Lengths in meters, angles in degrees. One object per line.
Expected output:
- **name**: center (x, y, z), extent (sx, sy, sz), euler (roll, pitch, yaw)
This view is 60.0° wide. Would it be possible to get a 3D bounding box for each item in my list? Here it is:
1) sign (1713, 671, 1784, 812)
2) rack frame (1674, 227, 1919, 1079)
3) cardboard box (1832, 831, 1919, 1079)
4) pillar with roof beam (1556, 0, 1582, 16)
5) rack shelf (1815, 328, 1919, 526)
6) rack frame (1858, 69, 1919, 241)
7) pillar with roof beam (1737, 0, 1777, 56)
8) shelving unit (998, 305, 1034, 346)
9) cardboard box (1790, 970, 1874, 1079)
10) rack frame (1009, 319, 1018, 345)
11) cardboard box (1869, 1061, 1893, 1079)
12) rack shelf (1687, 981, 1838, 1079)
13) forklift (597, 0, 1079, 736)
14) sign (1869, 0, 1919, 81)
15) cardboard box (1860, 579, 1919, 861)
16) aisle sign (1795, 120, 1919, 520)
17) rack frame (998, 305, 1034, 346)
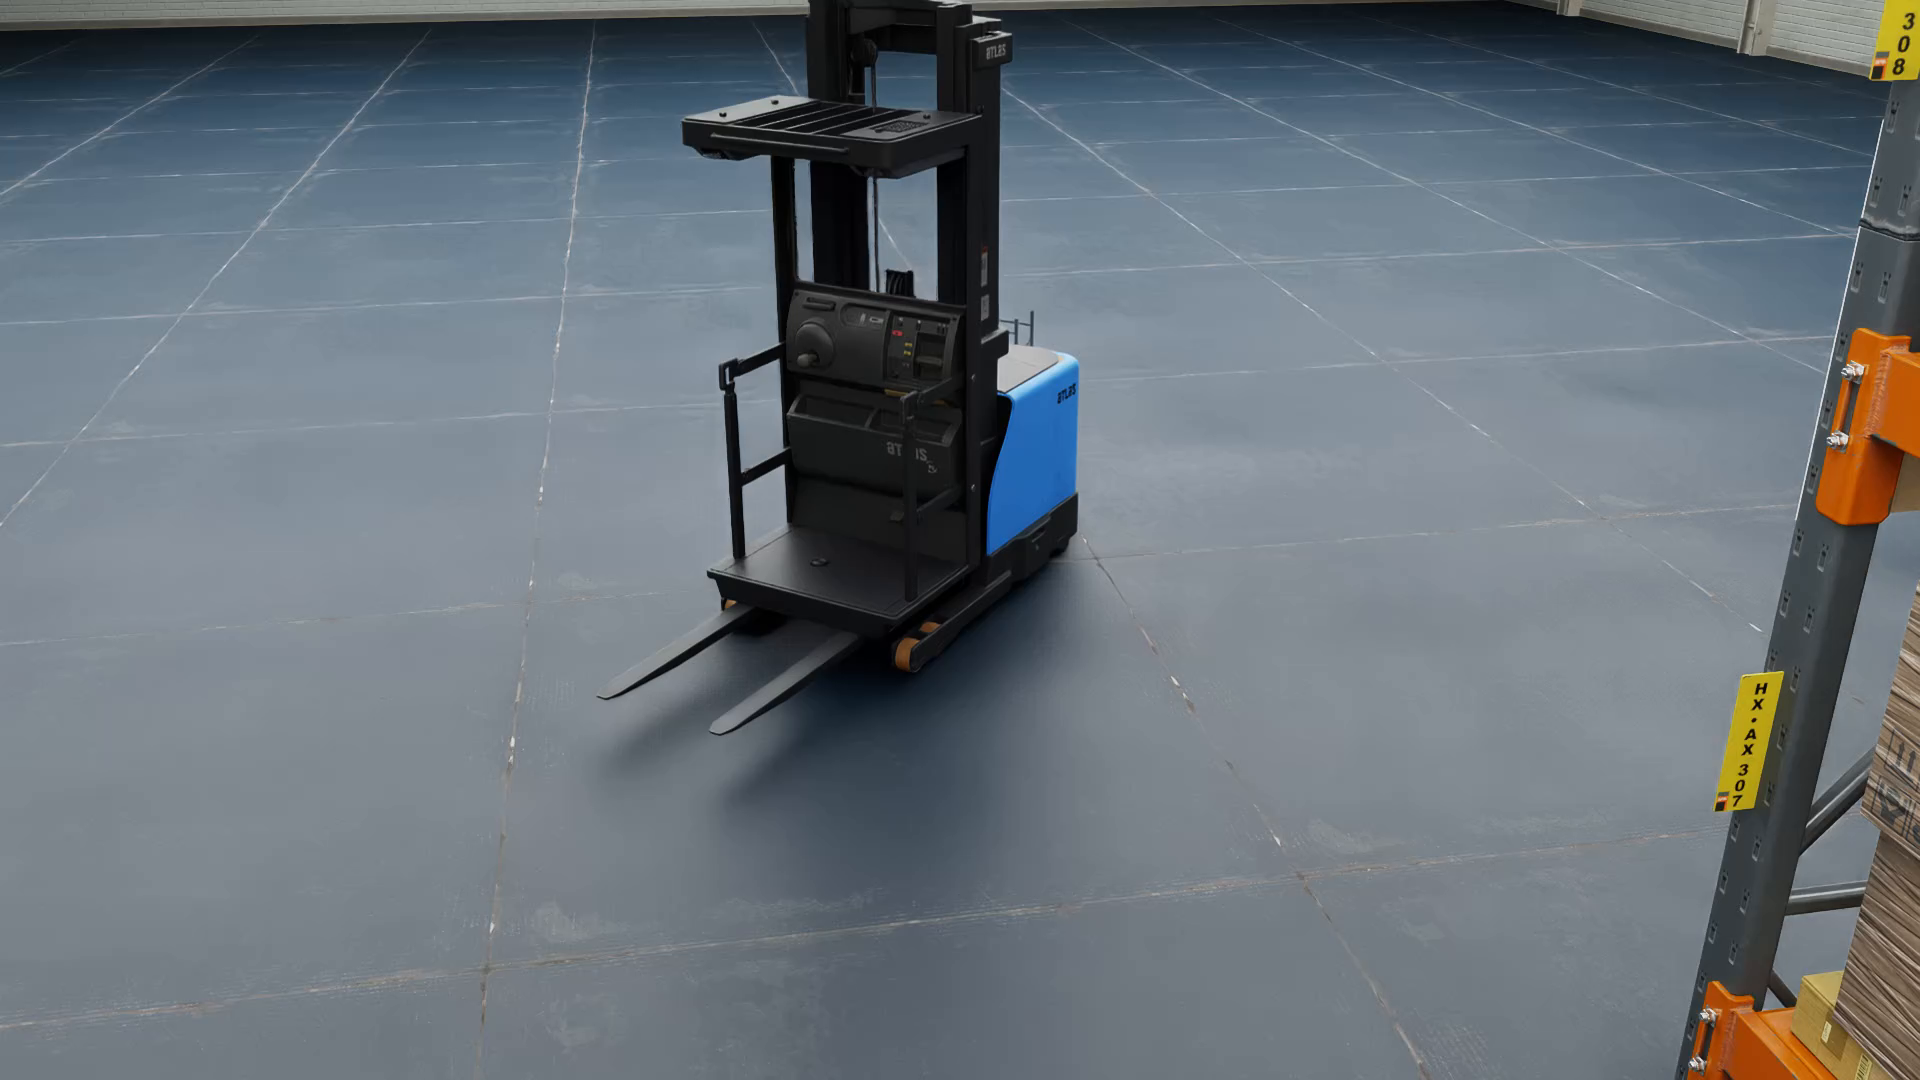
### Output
- **sign**: center (1.641, 0.421, 3.456), extent (0.100, 0.325, 0.005), euler (-4, 24, -10)
- **rack frame**: center (2.174, 0.778, 3.721), extent (1.000, 3.000, 0.127), euler (-4, 24, -10)
- **cardboard box**: center (2.249, 0.814, 3.142), extent (0.875, 0.500, 0.500), euler (-4, 24, -10)
- **pillar with roof beam**: center (7.979, -14.341, 30.843), extent (9.100, 9.000, 0.400), euler (-4, 24, -10)
- **rack shelf**: center (2.544, 0.520, 1.464), extent (1.077, 0.370, 4.000), euler (-4, 24, -10)
- **rack frame**: center (2.174, -1.971, 2.520), extent (1.000, 3.000, 0.127), euler (-4, 24, -10)
- **pillar with roof beam**: center (9.089, -11.981, 25.440), extent (9.100, 9.000, 0.400), euler (-4, 24, -10)
- **shelving unit**: center (0.255, -0.700, 9.353), extent (0.258, 1.200, 0.189), euler (13, 27, 27)
- **cardboard box**: center (1.992, 1.023, 3.474), extent (0.380, 0.149, 0.250), euler (-4, 24, -10)
- **rack frame**: center (0.210, -0.668, 9.280), extent (0.240, 1.200, 0.006), euler (13, 27, 27)
- **cardboard box**: center (2.020, 1.123, 3.246), extent (0.380, 0.149, 0.250), euler (-4, 24, -10)
- **rack shelf**: center (2.544, 1.894, 2.064), extent (1.077, 0.370, 4.000), euler (-4, 24, -10)
- **forklift**: center (-0.524, -0.927, 7.710), extent (1.130, 2.935, 3.031), euler (13, 27, 27)
- **sign**: center (1.641, -0.957, 2.854), extent (0.100, 0.325, 0.005), euler (-4, 24, -10)
- **cardboard box**: center (2.008, 0.374, 2.900), extent (0.500, 0.500, 0.500), euler (-4, 24, -10)
- **aisle sign**: center (1.868, -0.416, 3.206), extent (0.394, 0.787, 0.004), euler (-4, 24, -10)
- **rack frame**: center (0.301, -0.731, 9.425), extent (0.240, 1.200, 0.006), euler (13, 27, 27)
